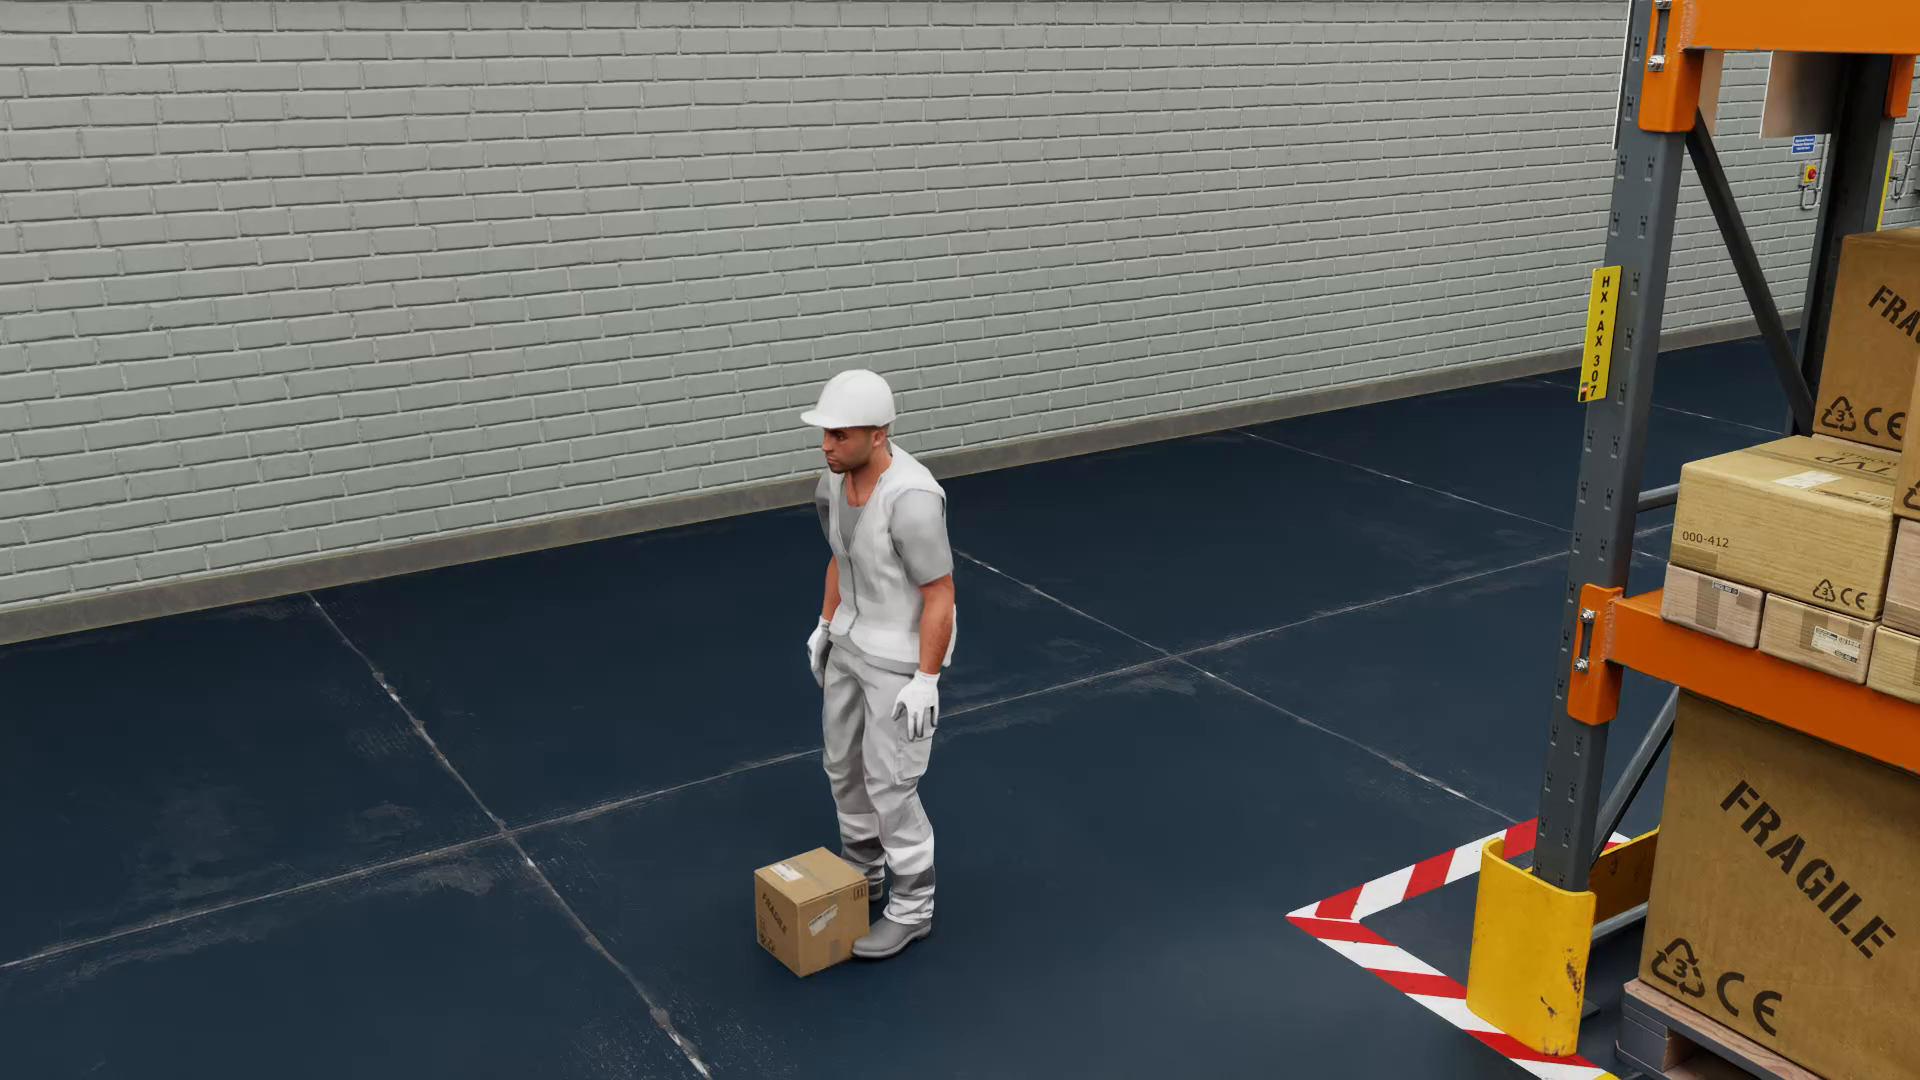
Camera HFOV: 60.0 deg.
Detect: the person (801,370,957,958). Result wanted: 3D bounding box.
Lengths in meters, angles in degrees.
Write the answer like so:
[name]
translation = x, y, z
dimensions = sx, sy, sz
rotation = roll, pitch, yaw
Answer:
[person]
translation = -0.257, 0.360, 4.918
dimensions = 0.453, 1.777, 0.604
rotation = -12, 22, -34
